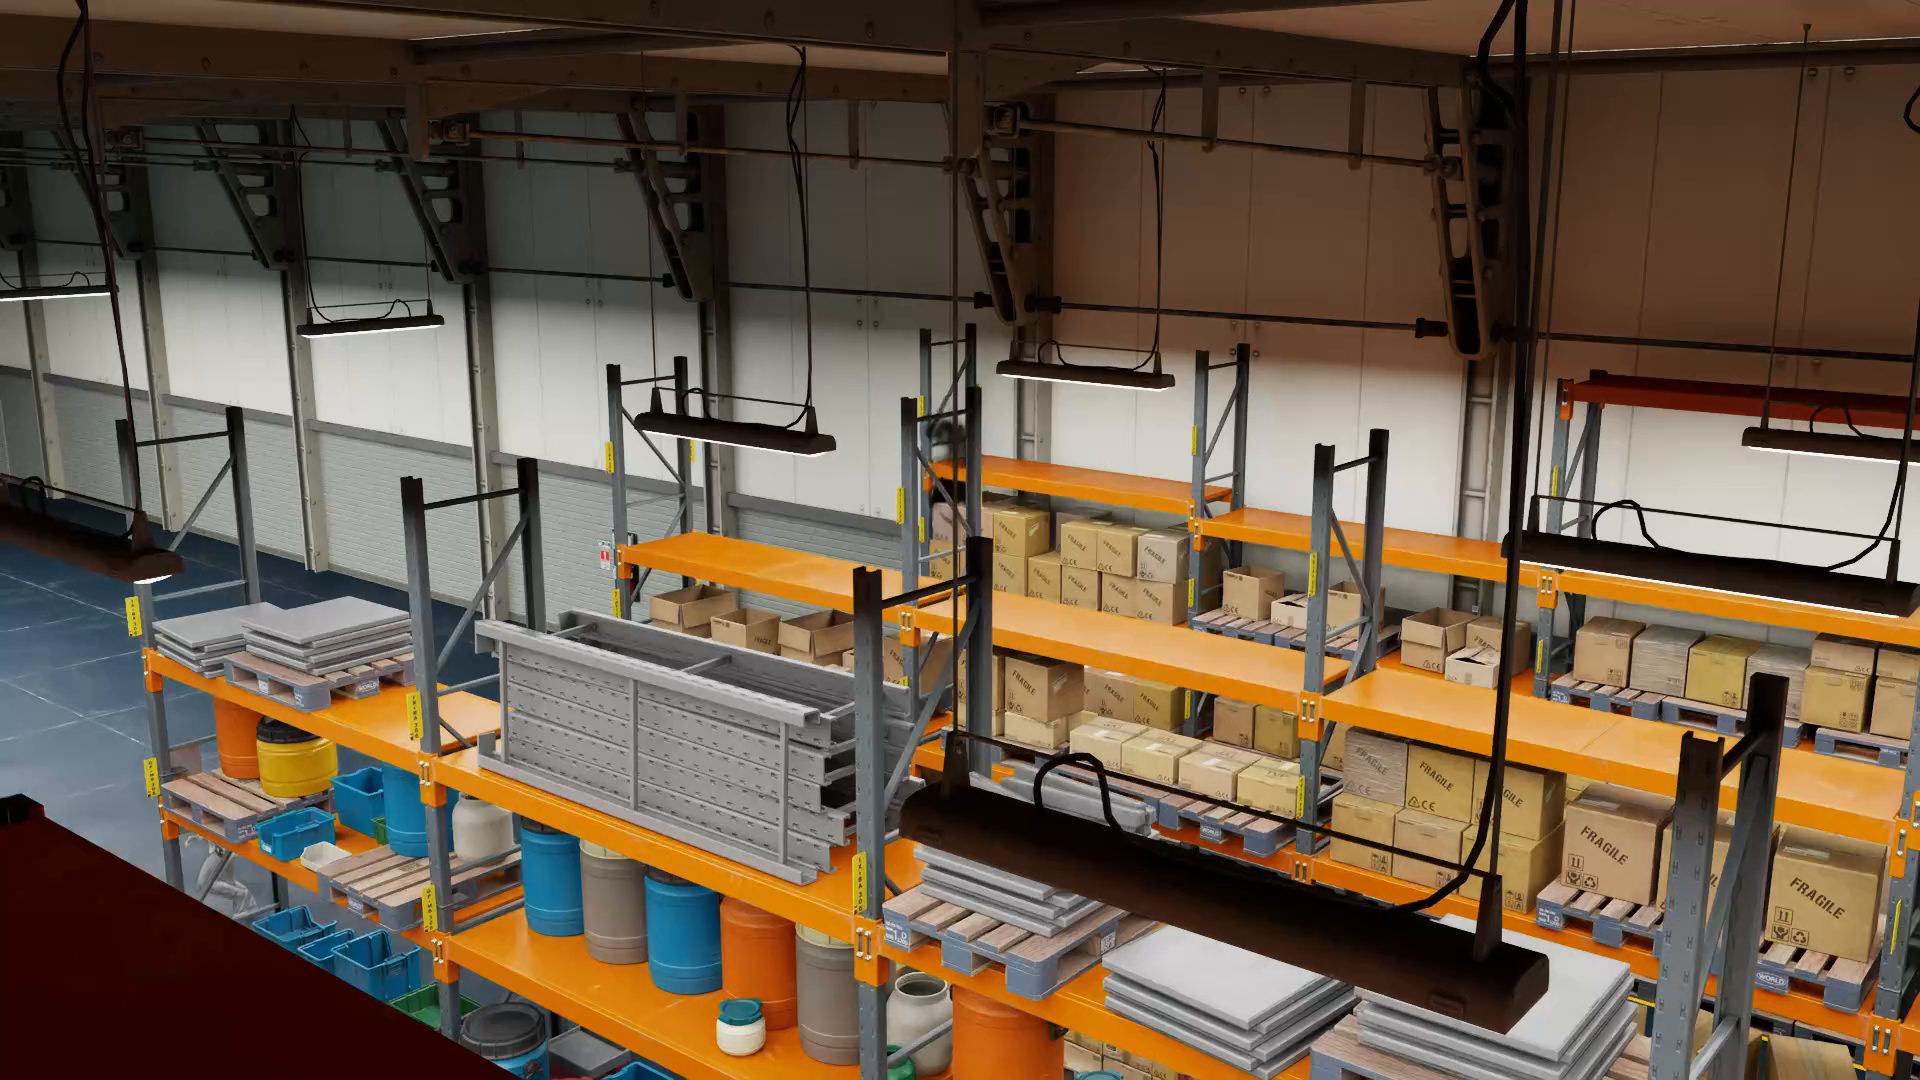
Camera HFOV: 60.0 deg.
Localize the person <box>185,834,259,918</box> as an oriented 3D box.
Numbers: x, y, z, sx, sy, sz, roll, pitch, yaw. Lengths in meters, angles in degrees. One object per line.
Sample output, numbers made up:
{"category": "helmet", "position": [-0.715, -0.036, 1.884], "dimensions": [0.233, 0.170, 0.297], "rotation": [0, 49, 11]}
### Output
{"category": "person", "position": [-7.917, 3.329, 17.773], "dimensions": [0.672, 1.654, 0.636], "rotation": [-4, 13, -19]}
